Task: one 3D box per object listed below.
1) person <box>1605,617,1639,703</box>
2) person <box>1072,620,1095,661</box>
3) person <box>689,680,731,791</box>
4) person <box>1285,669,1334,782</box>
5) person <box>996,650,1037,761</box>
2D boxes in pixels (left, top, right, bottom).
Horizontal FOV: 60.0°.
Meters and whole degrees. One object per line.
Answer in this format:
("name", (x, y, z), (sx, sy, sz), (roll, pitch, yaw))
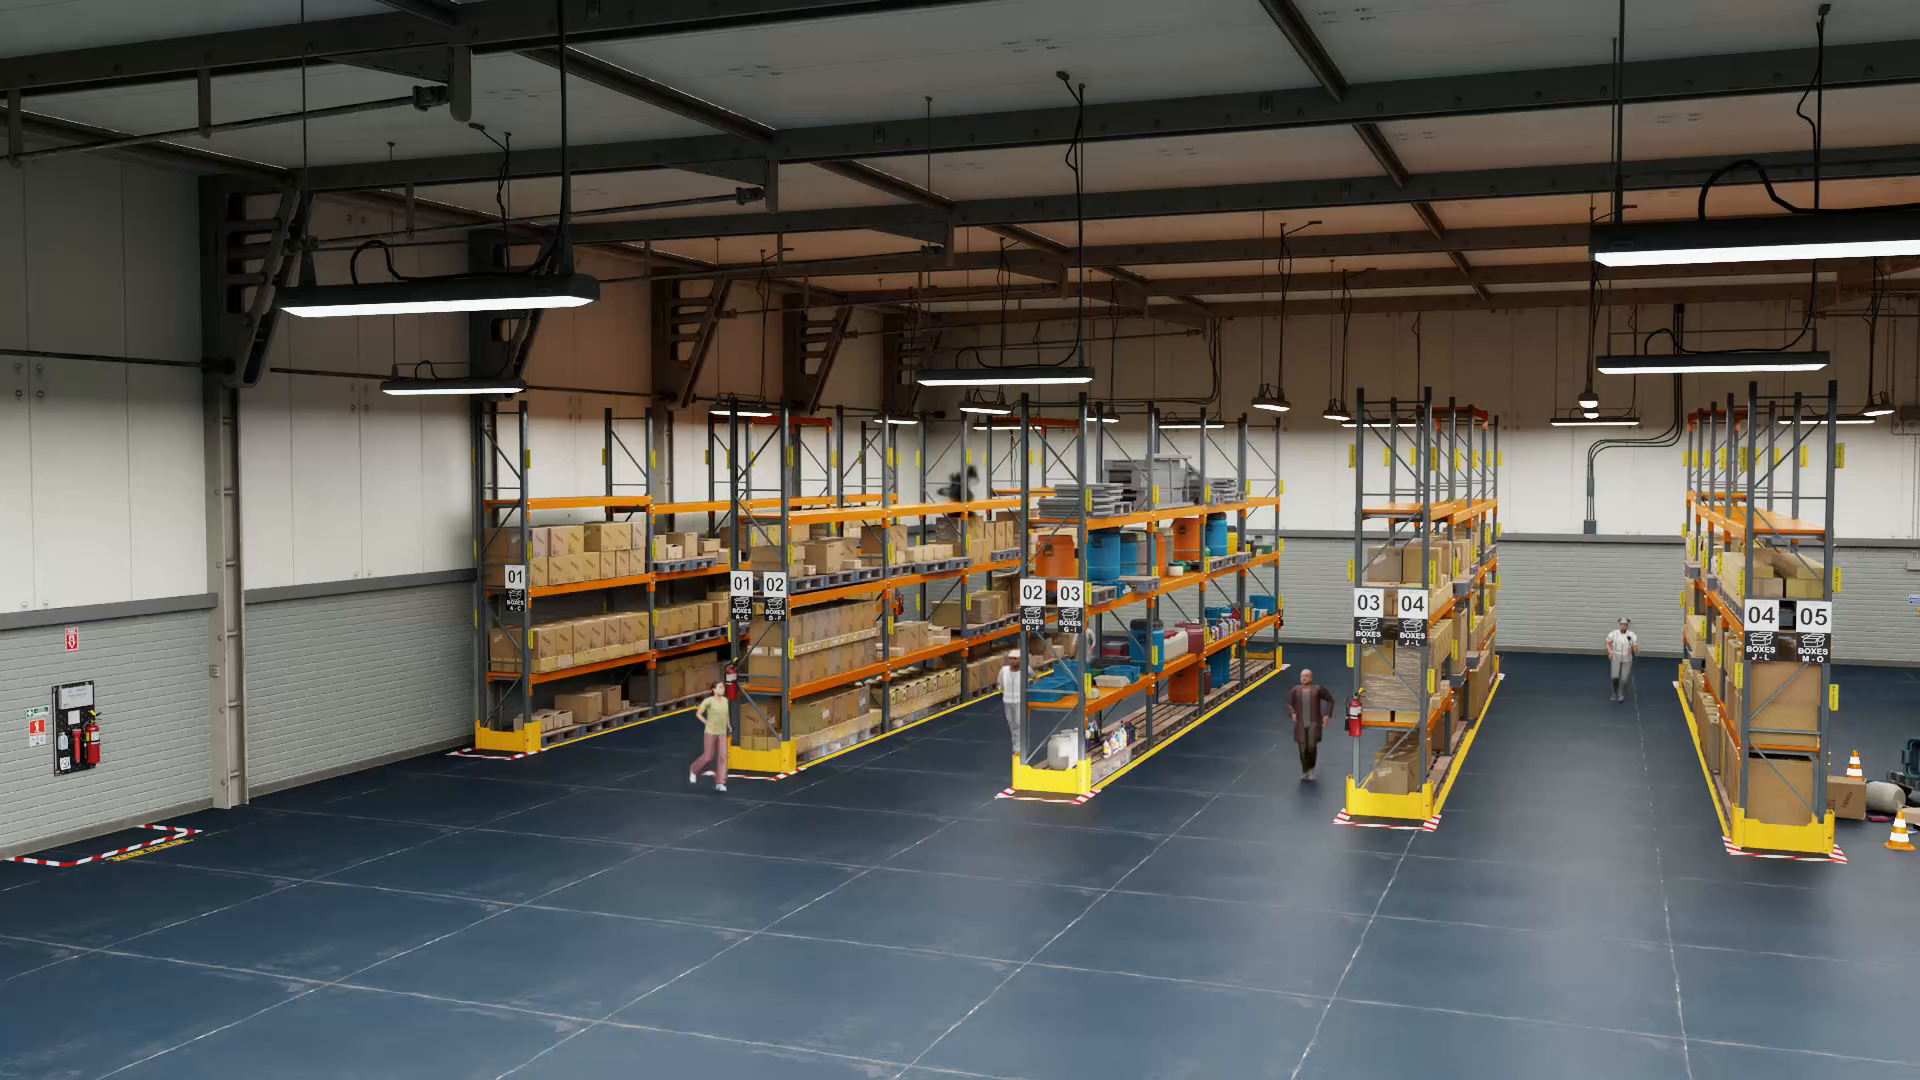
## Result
("person", (13.569, 2.471, 34.097), (0.634, 1.779, 0.681), (1, 3, 19))
("person", (2.712, 2.472, 36.292), (0.518, 1.550, 0.577), (1, 3, 13))
("person", (-3.702, 2.943, 25.295), (0.918, 1.635, 0.644), (3, 4, 43))
("person", (5.383, 2.875, 25.752), (0.722, 1.735, 0.660), (1, 3, 23))
("person", (0.928, 2.735, 27.906), (0.634, 1.800, 0.939), (1, 3, 18))
